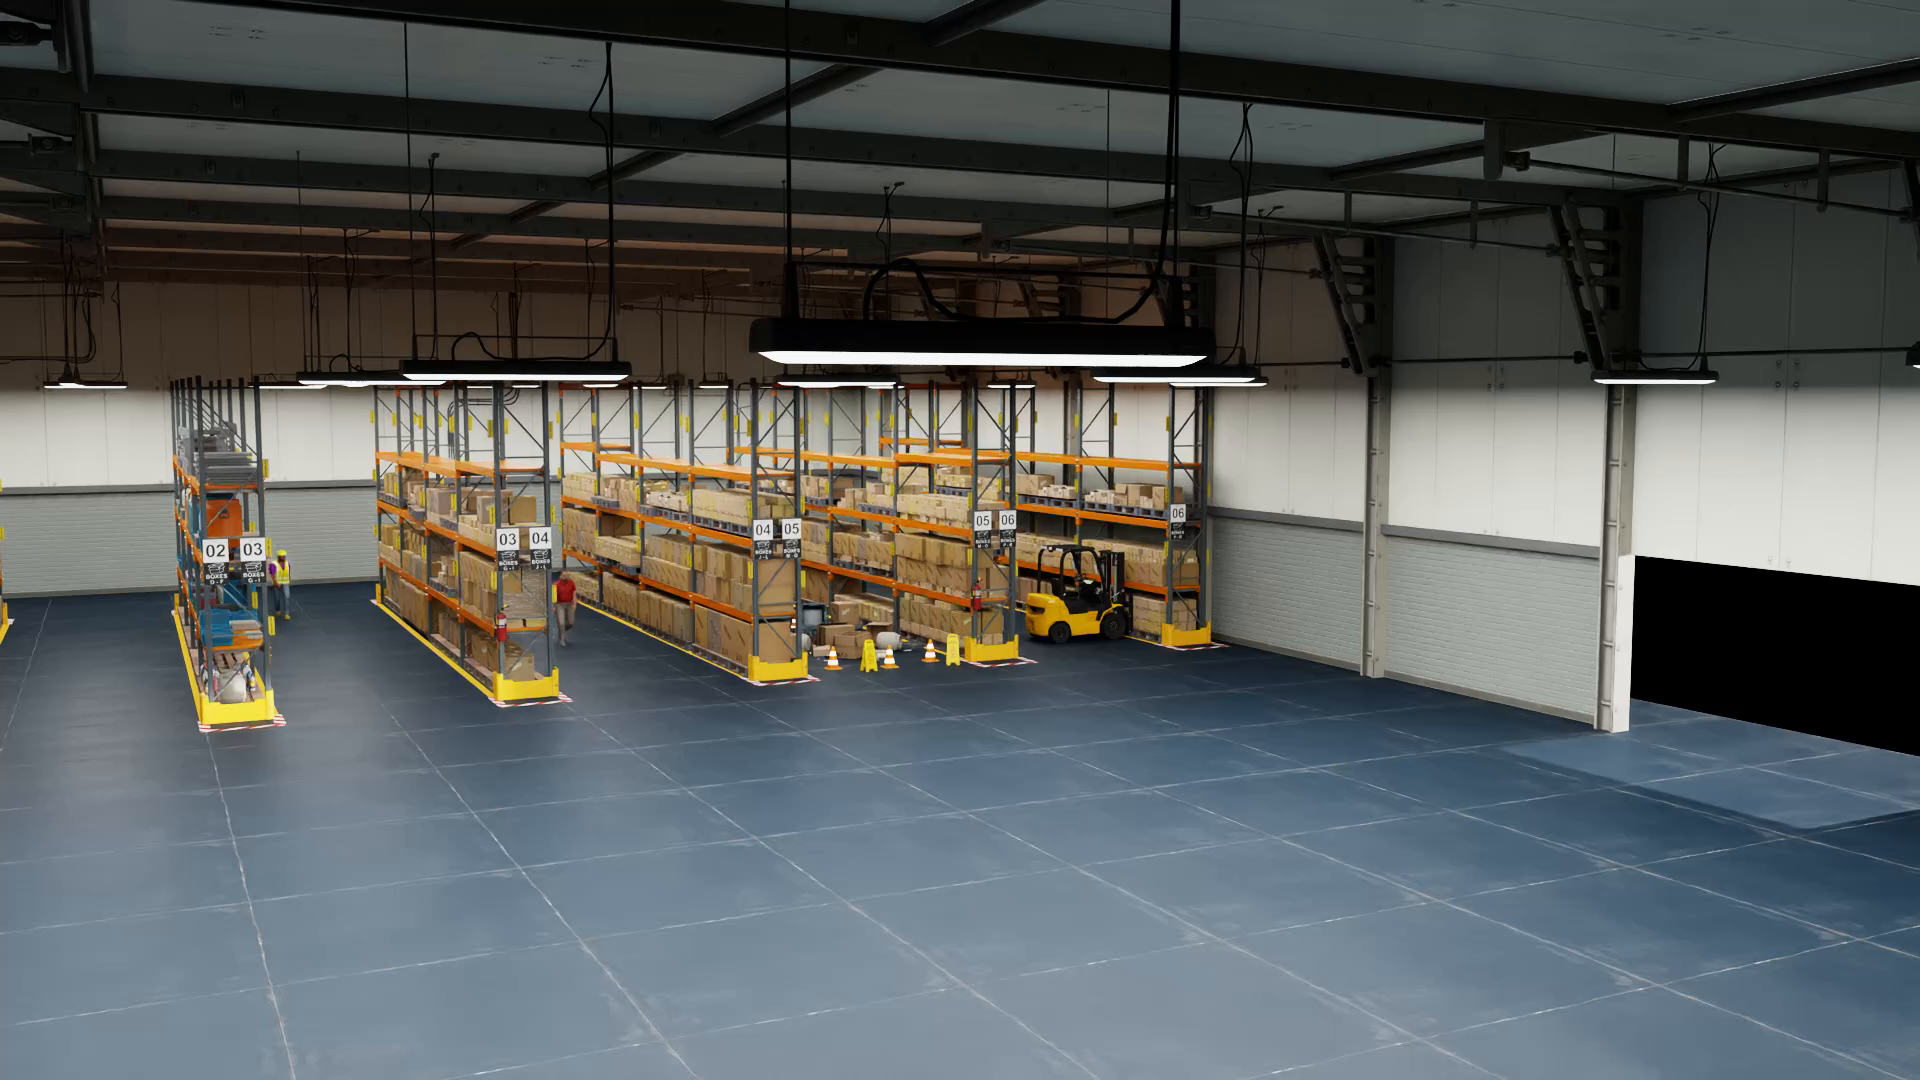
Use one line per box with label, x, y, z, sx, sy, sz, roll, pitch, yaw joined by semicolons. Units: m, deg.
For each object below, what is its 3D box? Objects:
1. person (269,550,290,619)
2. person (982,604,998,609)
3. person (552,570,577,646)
person;-17.173;1.115;42.073;0.533;1.712;0.965;-4;6;-36
person;0.737;1.384;40.093;0.609;1.568;0.700;-2;6;-25
person;-9.038;1.523;37.797;0.624;1.712;0.659;-3;6;-32
